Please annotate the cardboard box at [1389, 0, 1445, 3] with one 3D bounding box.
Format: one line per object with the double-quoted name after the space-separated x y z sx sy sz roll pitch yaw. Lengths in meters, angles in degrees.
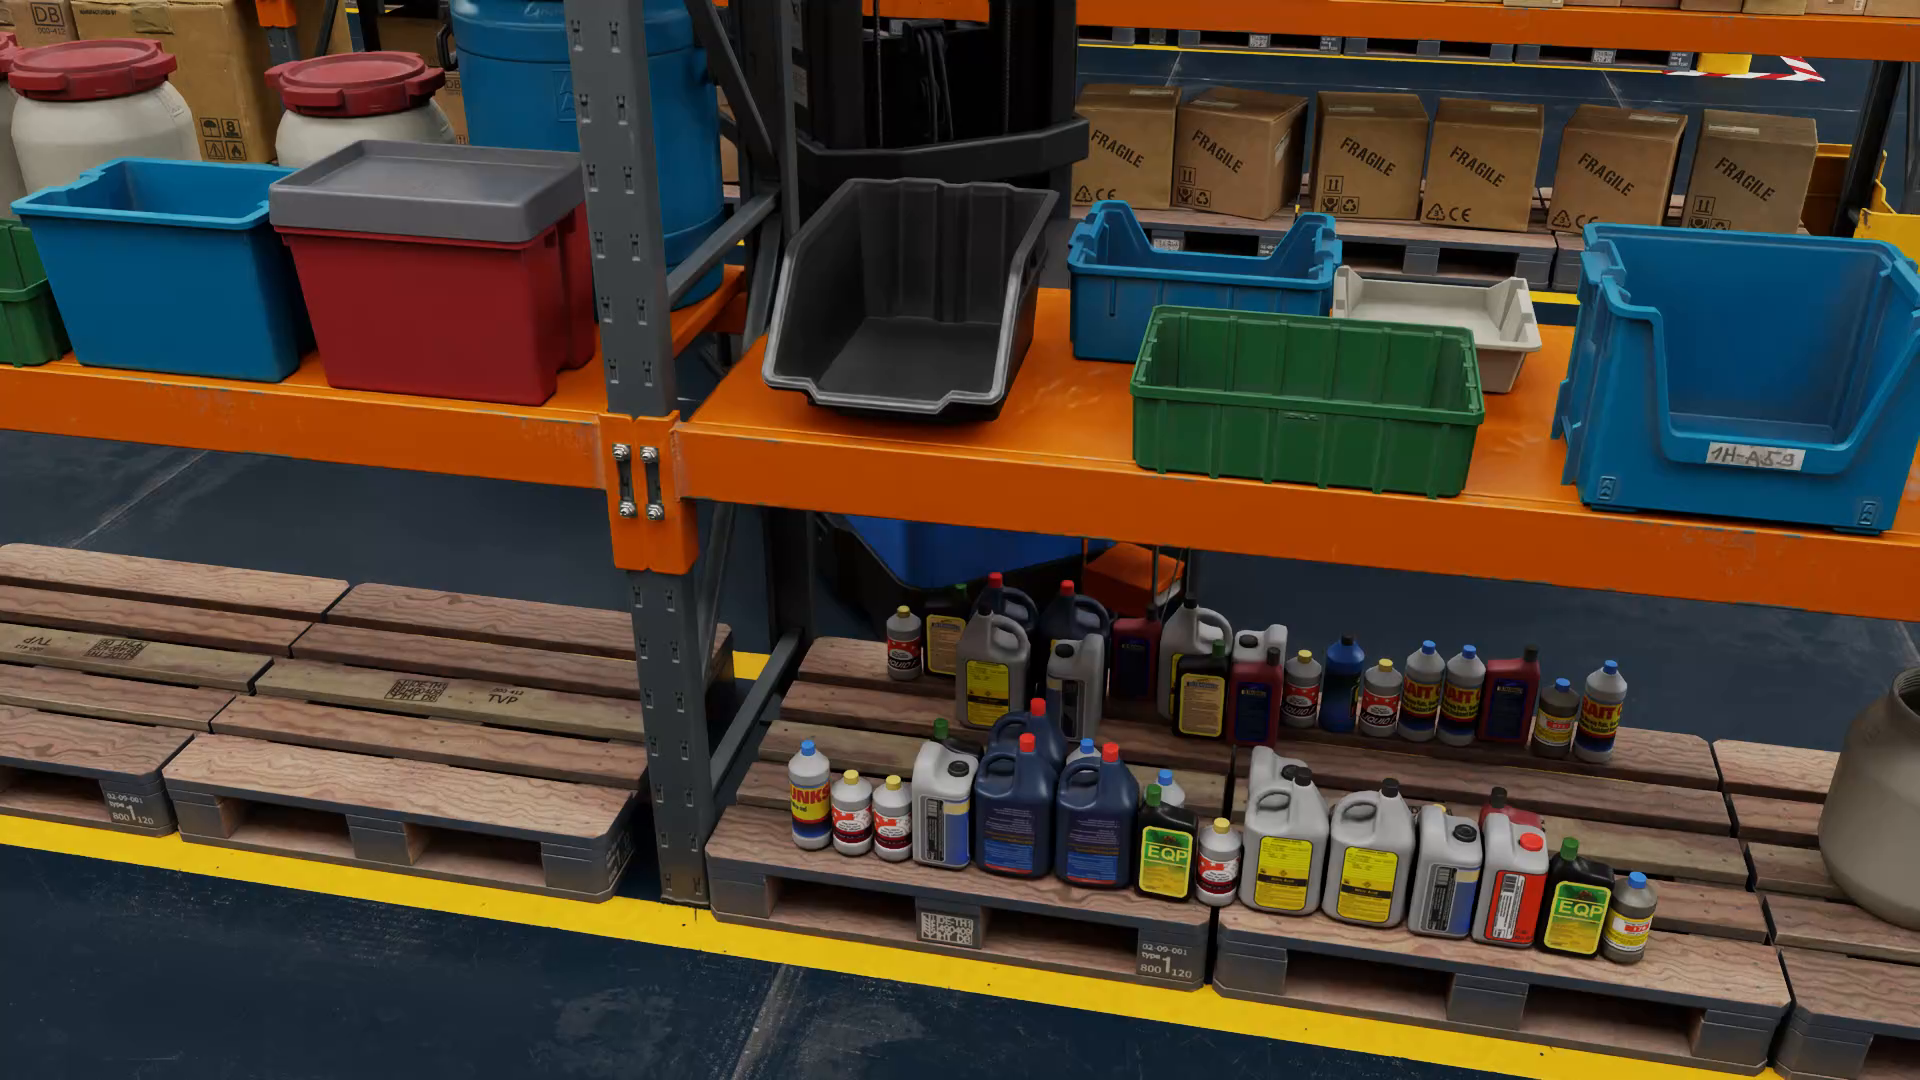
2.078 -2.558 7.560 0.250 0.149 0.380 6 29 11 "cardboard box"

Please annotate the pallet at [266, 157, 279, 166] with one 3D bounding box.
-4.206 -2.267 9.671 1.213 0.211 1.003 6 29 11 "pallet"

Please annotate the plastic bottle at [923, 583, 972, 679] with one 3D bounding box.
-0.034 0.243 4.553 0.133 0.283 0.061 7 30 13 "plastic bottle"

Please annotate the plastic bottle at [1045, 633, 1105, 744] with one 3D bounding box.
0.298 0.374 4.322 0.135 0.276 0.152 6 29 11 "plastic bottle"

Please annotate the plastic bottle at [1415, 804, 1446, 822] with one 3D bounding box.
1.082 0.696 3.811 0.097 0.201 0.097 0 29 0 "plastic bottle"

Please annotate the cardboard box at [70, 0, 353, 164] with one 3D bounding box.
-4.122 -2.707 9.346 0.875 0.875 1.225 5 29 8 "cardboard box"

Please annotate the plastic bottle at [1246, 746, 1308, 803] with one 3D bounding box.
0.736 0.618 3.875 0.135 0.276 0.152 6 29 11 "plastic bottle"

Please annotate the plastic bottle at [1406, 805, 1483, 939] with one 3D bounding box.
1.074 0.724 3.682 0.135 0.276 0.152 5 29 9 "plastic bottle"

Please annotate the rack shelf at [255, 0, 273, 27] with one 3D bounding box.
-5.407 -3.261 9.332 4.000 0.370 1.077 6 29 11 "rack shelf"

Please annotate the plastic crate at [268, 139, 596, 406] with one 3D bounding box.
-1.111 -0.582 3.622 0.583 0.464 0.402 6 29 11 "plastic crate"

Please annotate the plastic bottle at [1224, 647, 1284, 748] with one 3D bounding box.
0.756 0.399 4.268 0.133 0.283 0.061 6 29 11 "plastic bottle"

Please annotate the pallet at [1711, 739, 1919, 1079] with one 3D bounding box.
2.461 0.906 3.875 1.213 0.211 1.003 6 29 11 "pallet"

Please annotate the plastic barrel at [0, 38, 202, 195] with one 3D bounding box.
-2.181 -0.981 4.276 0.433 0.535 0.433 0 29 0 "plastic barrel"

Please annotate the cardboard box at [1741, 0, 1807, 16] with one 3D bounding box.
3.551 -2.421 7.311 0.250 0.149 0.380 6 29 11 "cardboard box"

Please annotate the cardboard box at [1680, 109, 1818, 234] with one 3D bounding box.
3.765 -1.732 7.955 0.500 0.500 0.500 11 31 20 "cardboard box"

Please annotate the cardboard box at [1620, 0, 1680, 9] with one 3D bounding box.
3.074 -2.498 7.451 0.250 0.149 0.380 6 29 11 "cardboard box"

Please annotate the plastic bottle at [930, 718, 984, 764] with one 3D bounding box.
-0.010 0.557 3.979 0.133 0.283 0.061 6 29 11 "plastic bottle"

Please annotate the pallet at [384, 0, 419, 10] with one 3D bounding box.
-4.270 -4.674 14.068 1.213 0.211 1.003 6 29 11 "pallet"

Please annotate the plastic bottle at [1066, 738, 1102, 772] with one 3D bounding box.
0.296 0.589 3.934 0.097 0.271 0.097 0 29 0 "plastic bottle"

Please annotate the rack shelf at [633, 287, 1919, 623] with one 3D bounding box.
1.382 -0.133 3.618 4.000 0.370 1.077 6 29 11 "rack shelf"

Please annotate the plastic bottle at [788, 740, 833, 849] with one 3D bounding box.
-0.353 0.593 3.926 0.097 0.271 0.097 0 29 0 "plastic bottle"

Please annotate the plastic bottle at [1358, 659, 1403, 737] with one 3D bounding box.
1.100 0.404 4.344 0.097 0.201 0.097 0 29 0 "plastic bottle"

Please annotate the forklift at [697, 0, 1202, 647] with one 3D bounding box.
-0.314 -1.612 5.643 1.130 2.935 3.031 -13 31 -22 "forklift"

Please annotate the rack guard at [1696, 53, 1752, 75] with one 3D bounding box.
5.531 -3.794 12.159 0.348 0.500 1.175 6 29 11 "rack guard"

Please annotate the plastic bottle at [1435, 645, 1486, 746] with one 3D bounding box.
1.295 0.394 4.290 0.097 0.271 0.097 0 29 0 "plastic bottle"

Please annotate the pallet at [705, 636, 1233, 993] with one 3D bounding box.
0.075 0.661 4.322 1.213 0.211 1.003 6 29 11 "pallet"

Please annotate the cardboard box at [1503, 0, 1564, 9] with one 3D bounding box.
2.562 -2.496 7.447 0.250 0.149 0.380 6 29 11 "cardboard box"

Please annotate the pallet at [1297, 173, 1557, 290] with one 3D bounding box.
2.322 -1.580 8.415 1.213 0.211 1.003 6 29 11 "pallet"

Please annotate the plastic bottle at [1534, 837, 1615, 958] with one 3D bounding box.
1.333 0.770 3.591 0.133 0.283 0.061 7 29 12 "plastic bottle"

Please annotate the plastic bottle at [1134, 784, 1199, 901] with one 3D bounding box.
0.467 0.681 3.753 0.133 0.283 0.061 7 30 13 "plastic bottle"

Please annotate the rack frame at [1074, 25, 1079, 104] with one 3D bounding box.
0.461 -2.975 8.060 0.127 3.000 1.000 6 29 11 "rack frame"

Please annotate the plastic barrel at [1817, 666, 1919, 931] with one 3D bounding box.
2.189 0.579 3.722 0.421 0.512 0.421 0 29 0 "plastic barrel"

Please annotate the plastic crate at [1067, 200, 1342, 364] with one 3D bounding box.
0.565 -0.600 3.877 0.616 0.251 0.499 6 29 11 "plastic crate"

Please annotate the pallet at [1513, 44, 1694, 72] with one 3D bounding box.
4.709 -3.713 12.312 1.213 0.211 1.003 6 29 11 "pallet"

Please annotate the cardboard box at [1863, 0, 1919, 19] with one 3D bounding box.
4.051 -2.395 7.263 0.250 0.149 0.380 6 29 11 "cardboard box"

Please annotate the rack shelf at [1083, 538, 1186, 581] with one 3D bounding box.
0.514 -0.072 4.805 0.240 0.259 0.215 21 36 33 "rack shelf"

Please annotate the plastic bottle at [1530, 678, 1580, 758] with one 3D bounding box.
1.529 0.448 4.263 0.097 0.201 0.097 0 29 0 "plastic bottle"

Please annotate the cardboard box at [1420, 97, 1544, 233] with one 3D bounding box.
2.565 -1.847 8.166 0.500 0.500 0.500 9 30 15 "cardboard box"

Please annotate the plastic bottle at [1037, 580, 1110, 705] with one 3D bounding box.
0.304 0.269 4.436 0.185 0.351 0.144 4 29 8 "plastic bottle"

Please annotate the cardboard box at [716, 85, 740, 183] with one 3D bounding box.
-1.145 -2.255 8.891 0.500 0.500 0.700 3 29 6 "cardboard box"

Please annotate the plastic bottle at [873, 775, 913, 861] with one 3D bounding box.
-0.155 0.644 3.906 0.097 0.201 0.097 0 29 0 "plastic bottle"

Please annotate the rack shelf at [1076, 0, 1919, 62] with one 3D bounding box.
2.417 -2.459 7.866 4.000 0.370 1.077 6 29 11 "rack shelf"

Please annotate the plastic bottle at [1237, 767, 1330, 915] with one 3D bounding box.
0.730 0.658 3.725 0.185 0.351 0.144 6 29 10 "plastic bottle"

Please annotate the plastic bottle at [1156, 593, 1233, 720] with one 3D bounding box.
0.620 0.301 4.377 0.185 0.351 0.144 6 29 10 "plastic bottle"

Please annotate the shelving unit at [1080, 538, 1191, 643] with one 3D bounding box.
0.514 -0.081 4.800 0.252 1.050 0.215 21 36 33 "shelving unit"

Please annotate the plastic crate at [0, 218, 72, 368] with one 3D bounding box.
-2.336 -0.598 3.939 0.662 0.188 0.450 6 29 11 "plastic crate"

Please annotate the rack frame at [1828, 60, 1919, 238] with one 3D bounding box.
4.373 -2.574 7.327 0.127 3.000 1.000 6 29 11 "rack frame"

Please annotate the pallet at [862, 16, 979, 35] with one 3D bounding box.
-0.372 -4.234 13.264 1.213 0.211 1.003 6 29 11 "pallet"

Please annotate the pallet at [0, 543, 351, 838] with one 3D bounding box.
-2.546 0.393 4.813 1.213 0.211 1.003 6 29 11 "pallet"

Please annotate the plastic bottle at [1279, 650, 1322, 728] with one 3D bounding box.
0.899 0.384 4.381 0.097 0.201 0.097 0 29 0 "plastic bottle"

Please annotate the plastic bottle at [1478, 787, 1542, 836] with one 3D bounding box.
1.232 0.684 3.747 0.133 0.283 0.061 6 29 11 "plastic bottle"

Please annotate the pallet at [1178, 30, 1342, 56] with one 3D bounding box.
2.323 -3.958 12.759 1.213 0.211 1.003 6 29 11 "pallet"

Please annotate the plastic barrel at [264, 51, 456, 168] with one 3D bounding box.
-1.463 -0.907 4.142 0.433 0.535 0.433 0 29 0 "plastic barrel"

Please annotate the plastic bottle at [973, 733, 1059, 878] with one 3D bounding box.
0.129 0.596 3.838 0.185 0.351 0.144 7 29 12 "plastic bottle"

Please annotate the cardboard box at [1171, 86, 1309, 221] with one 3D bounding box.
1.405 -1.950 8.353 0.500 0.500 0.500 16 32 26 "cardboard box"

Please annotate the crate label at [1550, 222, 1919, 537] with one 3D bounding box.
1.482 -0.321 3.175 0.616 0.435 0.502 6 29 11 "crate label"

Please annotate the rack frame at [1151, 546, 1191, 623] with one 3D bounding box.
0.610 -0.045 4.733 0.008 1.050 0.200 21 36 33 "rack frame"
